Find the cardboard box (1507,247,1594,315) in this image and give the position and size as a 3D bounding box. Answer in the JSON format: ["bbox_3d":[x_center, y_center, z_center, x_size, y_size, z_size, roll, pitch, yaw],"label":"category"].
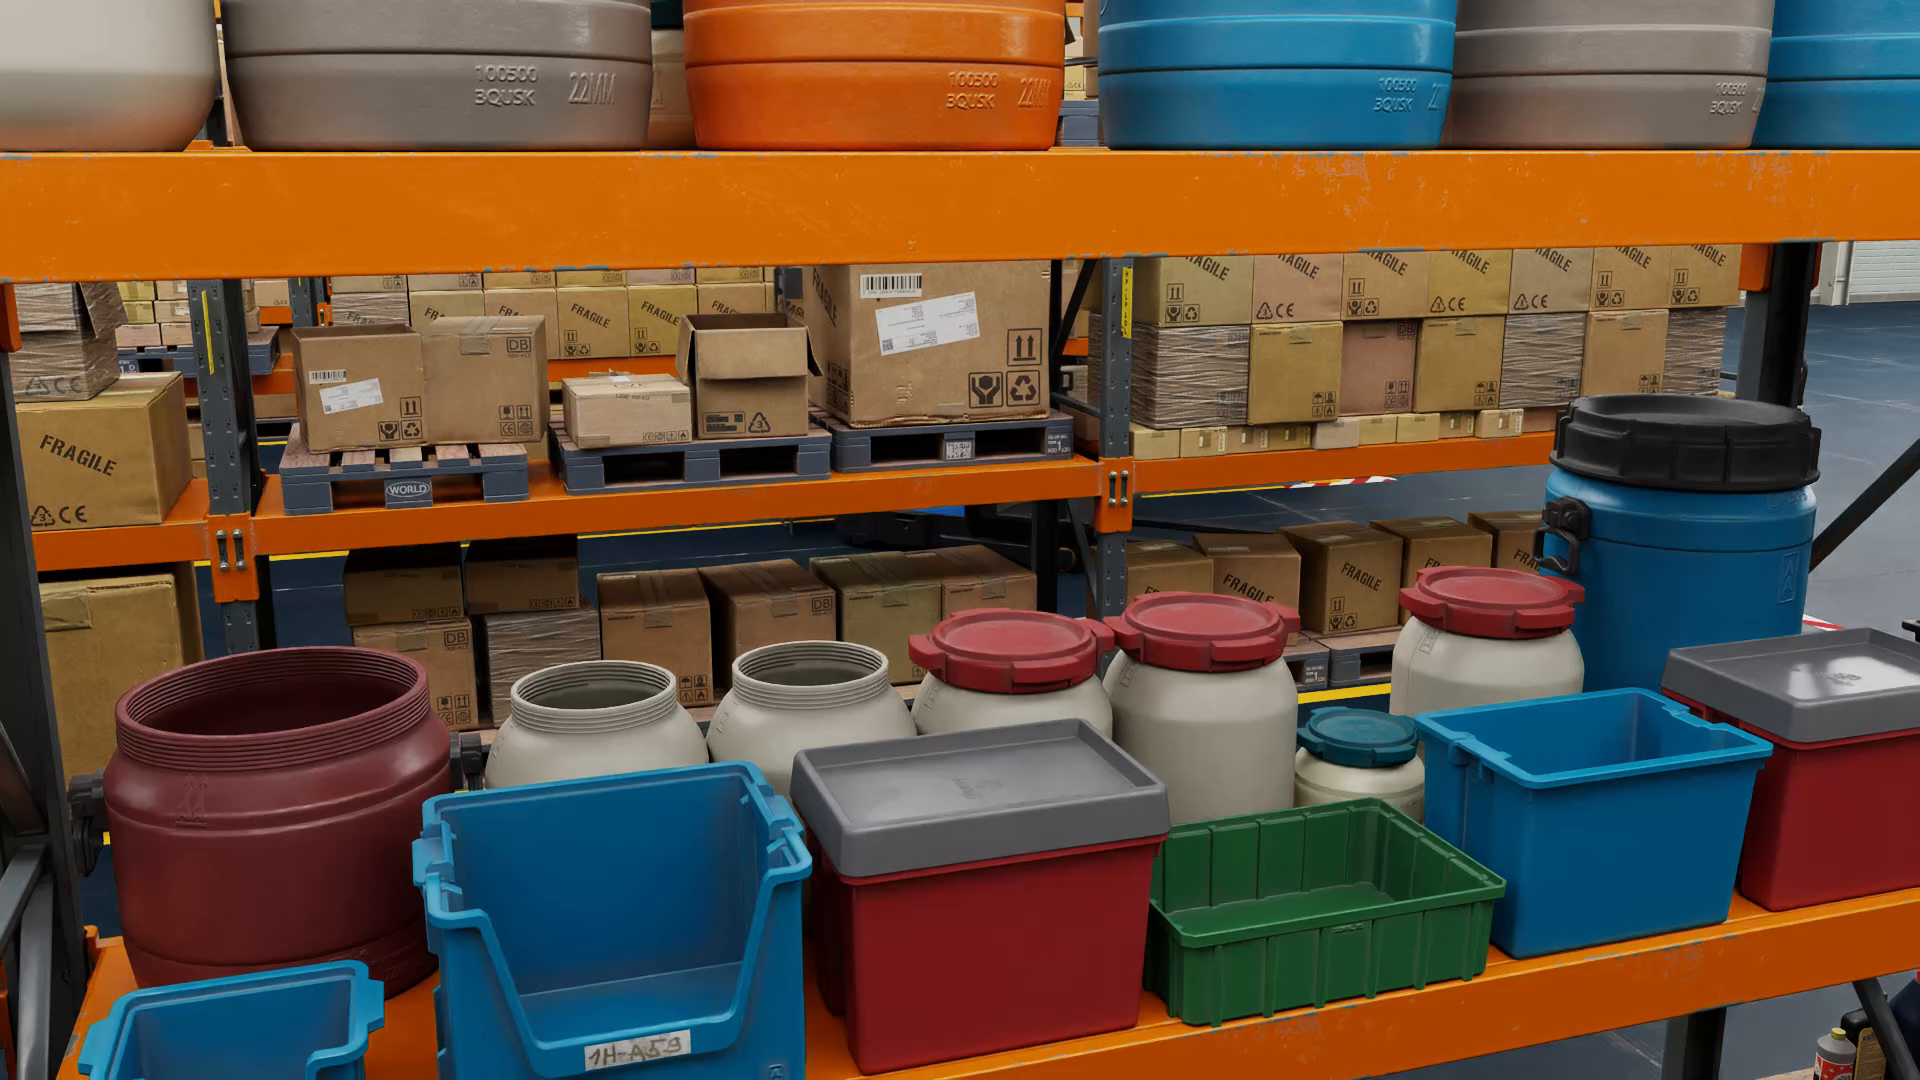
[{"bbox_3d":[3.012,-1.486,8.890,0.500,0.500,0.500,-4,14,-18],"label":"cardboard box"}]

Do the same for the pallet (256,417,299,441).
[{"bbox_3d":[-7.113,-1.161,16.567,1.213,0.211,1.003,-4,14,-18],"label":"pallet"}]

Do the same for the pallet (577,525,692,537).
[{"bbox_3d":[-2.742,-0.255,12.759,1.213,0.211,1.003,-4,14,-18],"label":"pallet"}]

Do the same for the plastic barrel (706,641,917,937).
[{"bbox_3d":[-0.296,0.493,3.348,0.421,0.512,0.421,0,13,0],"label":"plastic barrel"}]

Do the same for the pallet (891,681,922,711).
[{"bbox_3d":[-0.128,0.734,8.602,1.213,0.211,1.003,-4,14,-18],"label":"pallet"}]

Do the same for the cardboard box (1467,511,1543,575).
[{"bbox_3d":[3.248,0.130,9.609,0.500,0.500,0.500,-1,13,-3],"label":"cardboard box"}]

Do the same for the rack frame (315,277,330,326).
[{"bbox_3d":[-6.342,-2.559,16.419,0.127,3.000,1.000,-4,14,-18],"label":"rack frame"}]

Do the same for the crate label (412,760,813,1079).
[{"bbox_3d":[-0.574,0.670,2.769,0.616,0.435,0.502,-4,14,-18],"label":"crate label"}]

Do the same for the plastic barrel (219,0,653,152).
[{"bbox_3d":[-0.754,-1.015,2.364,0.600,0.901,0.600,0,13,0],"label":"plastic barrel"}]

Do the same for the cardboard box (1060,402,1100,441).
[{"bbox_3d":[0.720,-0.639,8.889,0.250,0.149,0.380,-4,14,-18],"label":"cardboard box"}]

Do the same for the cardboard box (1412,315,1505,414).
[{"bbox_3d":[2.470,-1.010,9.047,0.500,0.500,0.875,-4,14,-18],"label":"cardboard box"}]

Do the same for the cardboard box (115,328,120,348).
[{"bbox_3d":[-5.705,-1.371,11.060,0.250,0.149,0.380,-5,14,-19],"label":"cardboard box"}]

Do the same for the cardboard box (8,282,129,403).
[{"bbox_3d":[-3.880,-0.872,6.942,0.637,0.503,0.797,-4,14,-16],"label":"cardboard box"}]

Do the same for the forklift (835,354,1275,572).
[{"bbox_3d":[0.657,-1.348,11.477,3.031,2.935,1.130,6,15,24],"label":"forklift"}]

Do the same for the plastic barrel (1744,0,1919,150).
[{"bbox_3d":[1.777,-1.212,3.193,0.708,0.901,0.600,-4,14,-18],"label":"plastic barrel"}]

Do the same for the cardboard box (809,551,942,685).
[{"bbox_3d":[-0.437,0.393,8.460,0.500,0.500,0.700,-5,14,-18],"label":"cardboard box"}]

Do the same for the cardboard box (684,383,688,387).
[{"bbox_3d":[-2.352,-0.750,12.768,0.750,0.750,1.050,-4,14,-18],"label":"cardboard box"}]

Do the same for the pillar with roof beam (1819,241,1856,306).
[{"bbox_3d":[17.139,-7.687,25.013,0.400,9.000,9.100,-4,14,-18],"label":"pillar with roof beam"}]

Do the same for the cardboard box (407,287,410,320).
[{"bbox_3d":[-3.853,-1.658,12.415,0.500,0.500,0.500,-4,14,-18],"label":"cardboard box"}]

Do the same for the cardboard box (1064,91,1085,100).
[{"bbox_3d":[0.784,-3.413,12.946,0.250,0.149,0.380,-4,14,-18],"label":"cardboard box"}]

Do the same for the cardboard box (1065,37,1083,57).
[{"bbox_3d":[0.783,-3.801,12.852,0.250,0.149,0.380,-4,14,-18],"label":"cardboard box"}]

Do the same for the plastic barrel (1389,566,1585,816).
[{"bbox_3d":[1.213,0.362,3.845,0.433,0.535,0.433,0,13,0],"label":"plastic barrel"}]

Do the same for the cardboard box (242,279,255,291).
[{"bbox_3d":[-5.171,-1.860,11.832,0.250,0.149,0.380,-4,14,-18],"label":"cardboard box"}]

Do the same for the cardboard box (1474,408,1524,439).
[{"bbox_3d":[2.808,-0.654,8.952,0.250,0.149,0.380,-4,14,-18],"label":"cardboard box"}]

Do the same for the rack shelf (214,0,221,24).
[{"bbox_3d":[-8.238,-4.785,15.234,4.000,0.370,1.077,-4,14,-18],"label":"rack shelf"}]

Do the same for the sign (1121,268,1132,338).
[{"bbox_3d":[0.790,-1.123,7.878,0.005,0.325,0.100,-4,14,-18],"label":"sign"}]

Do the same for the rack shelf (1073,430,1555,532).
[{"bbox_3d":[2.505,-0.478,9.226,4.000,0.370,1.077,-4,14,-18],"label":"rack shelf"}]

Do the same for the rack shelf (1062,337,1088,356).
[{"bbox_3d":[1.019,-1.574,13.831,4.000,0.370,1.077,-4,14,-18],"label":"rack shelf"}]

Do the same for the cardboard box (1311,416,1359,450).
[{"bbox_3d":[1.863,-0.579,8.636,0.250,0.149,0.380,-4,14,-18],"label":"cardboard box"}]

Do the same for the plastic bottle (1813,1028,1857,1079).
[{"bbox_3d":[2.434,1.458,4.629,0.097,0.201,0.097,0,13,0],"label":"plastic bottle"}]

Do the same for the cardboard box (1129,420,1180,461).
[{"bbox_3d":[0.909,-0.508,8.341,0.250,0.149,0.380,-4,14,-18],"label":"cardboard box"}]

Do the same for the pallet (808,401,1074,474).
[{"bbox_3d":[-0.161,-0.563,8.442,1.213,0.211,1.003,-4,14,-18],"label":"pallet"}]

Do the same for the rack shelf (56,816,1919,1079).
[{"bbox_3d":[0.294,0.903,3.418,4.000,0.370,1.077,-4,14,-18],"label":"rack shelf"}]

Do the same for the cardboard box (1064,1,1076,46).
[{"bbox_3d":[0.133,-2.382,8.060,0.637,0.503,0.797,-5,14,-21],"label":"cardboard box"}]

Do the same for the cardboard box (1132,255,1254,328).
[{"bbox_3d":[1.117,-1.338,8.266,0.500,0.500,0.500,-4,14,-18],"label":"cardboard box"}]

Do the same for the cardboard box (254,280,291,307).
[{"bbox_3d":[-6.739,-2.392,16.040,0.500,0.250,0.500,-5,14,-20],"label":"cardboard box"}]

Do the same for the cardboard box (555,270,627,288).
[{"bbox_3d":[-2.790,-2.161,12.367,0.500,0.500,0.700,-5,14,-19],"label":"cardboard box"}]

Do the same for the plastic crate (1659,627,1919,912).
[{"bbox_3d":[1.828,0.477,3.516,0.583,0.464,0.402,-4,14,-18],"label":"plastic crate"}]

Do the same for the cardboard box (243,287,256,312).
[{"bbox_3d":[-5.189,-1.716,11.867,0.250,0.149,0.380,-4,14,-16],"label":"cardboard box"}]

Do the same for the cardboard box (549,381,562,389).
[{"bbox_3d":[-4.386,-1.635,17.307,0.625,0.372,0.950,-4,14,-16],"label":"cardboard box"}]

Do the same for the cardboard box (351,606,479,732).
[{"bbox_3d":[-2.553,0.563,7.746,0.500,0.500,0.700,-5,14,-21],"label":"cardboard box"}]

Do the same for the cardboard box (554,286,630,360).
[{"bbox_3d":[-2.724,-1.615,12.234,0.500,0.500,0.500,-5,14,-19],"label":"cardboard box"}]

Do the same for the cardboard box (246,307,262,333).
[{"bbox_3d":[-5.156,-1.574,11.914,0.250,0.149,0.380,-5,14,-19],"label":"cardboard box"}]

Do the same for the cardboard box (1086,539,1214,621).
[{"bbox_3d":[1.002,0.310,8.850,0.500,0.500,0.500,-5,14,-20],"label":"cardboard box"}]

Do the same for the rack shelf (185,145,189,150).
[{"bbox_3d":[-5.077,-1.347,6.397,4.000,0.370,1.077,-4,14,-18],"label":"rack shelf"}]

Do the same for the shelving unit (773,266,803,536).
[{"bbox_3d":[-1.068,-1.112,12.275,0.503,2.100,0.431,-4,14,-16],"label":"shelving unit"}]

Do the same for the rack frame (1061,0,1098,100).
[{"bbox_3d":[0.610,-3.599,7.828,0.127,3.000,1.000,-4,14,-18],"label":"rack frame"}]

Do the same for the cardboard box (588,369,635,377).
[{"bbox_3d":[-1.687,-0.707,8.015,0.258,0.266,0.396,-5,14,-20],"label":"cardboard box"}]
